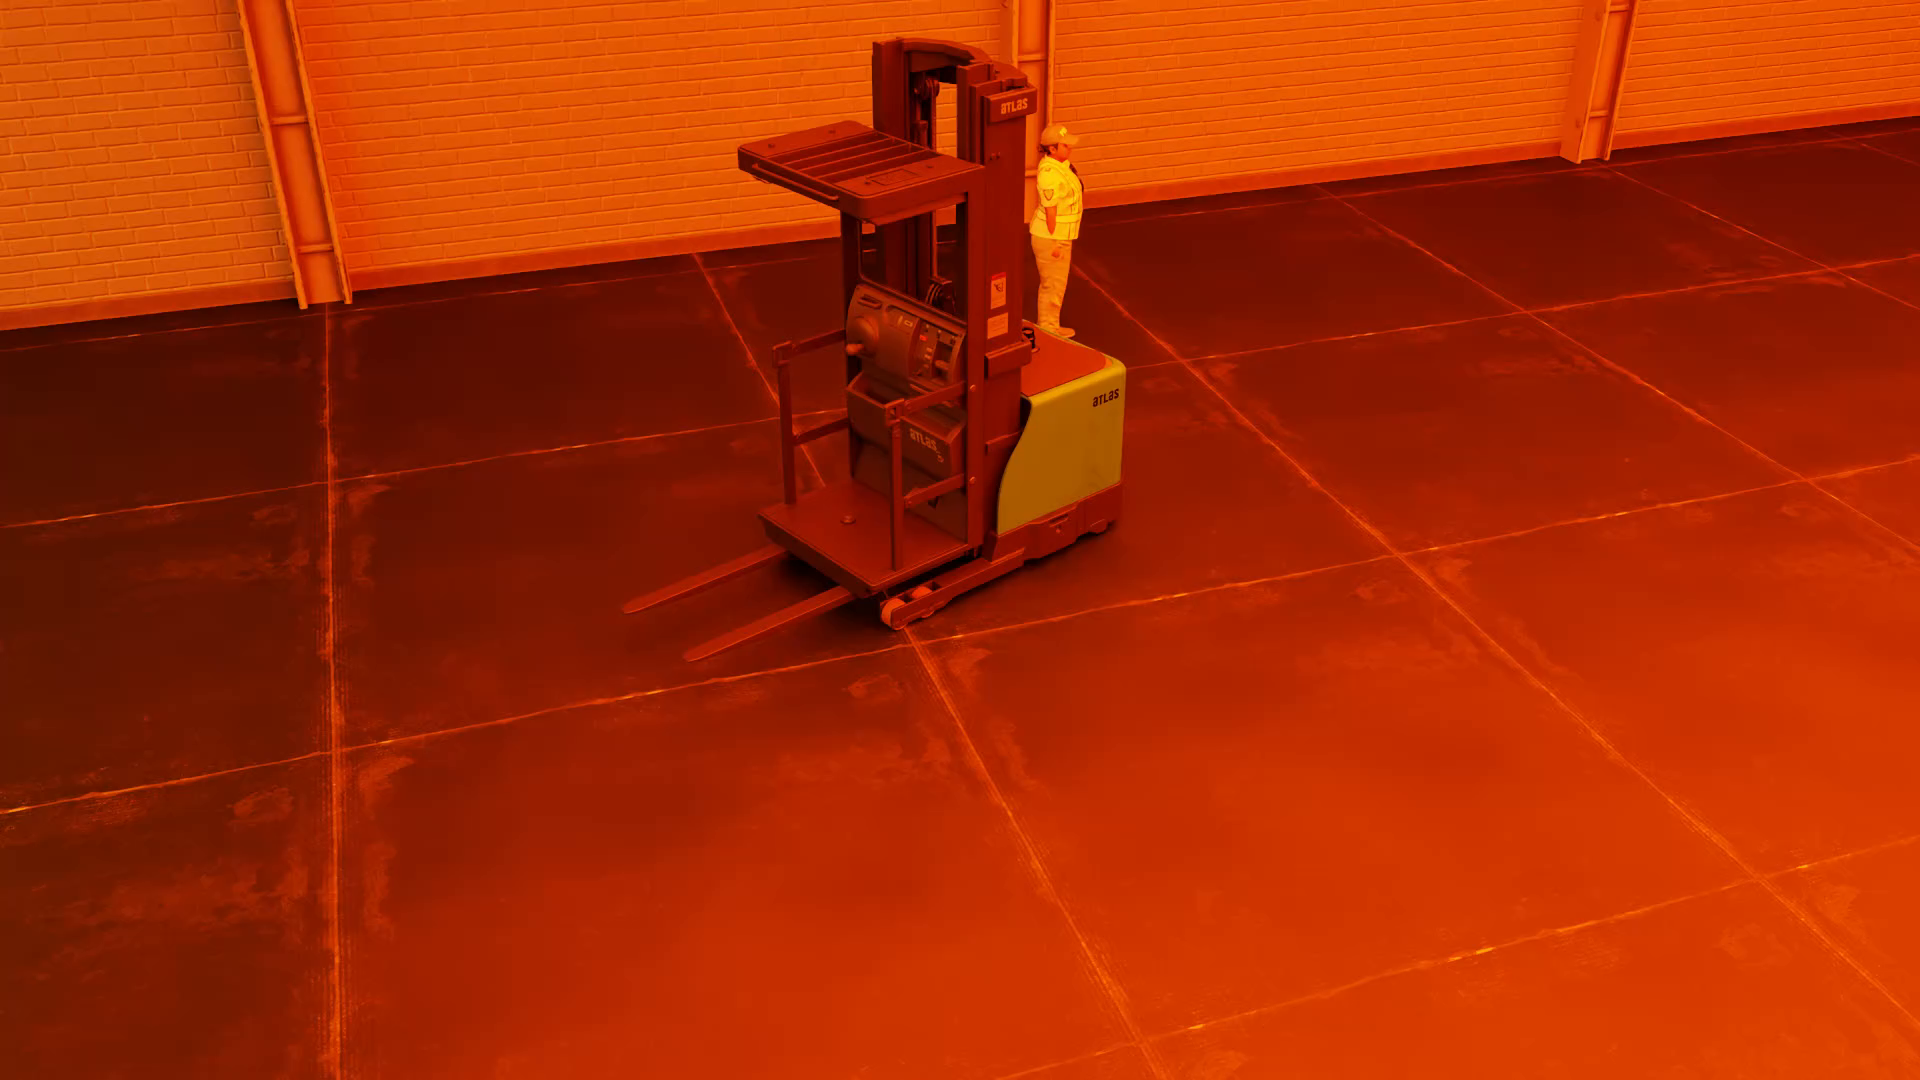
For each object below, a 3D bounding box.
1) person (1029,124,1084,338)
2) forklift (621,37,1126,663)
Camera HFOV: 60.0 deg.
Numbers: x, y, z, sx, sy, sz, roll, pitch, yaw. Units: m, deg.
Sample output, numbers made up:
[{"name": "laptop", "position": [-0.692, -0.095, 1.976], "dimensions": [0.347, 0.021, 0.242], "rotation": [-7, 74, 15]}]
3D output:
[{"name": "person", "position": [0.704, -2.219, 12.222], "dimensions": [0.392, 1.667, 0.482], "rotation": [2, 30, 3]}, {"name": "forklift", "position": [-0.461, -1.072, 8.951], "dimensions": [3.031, 2.935, 1.130], "rotation": [-23, 37, -34]}]
